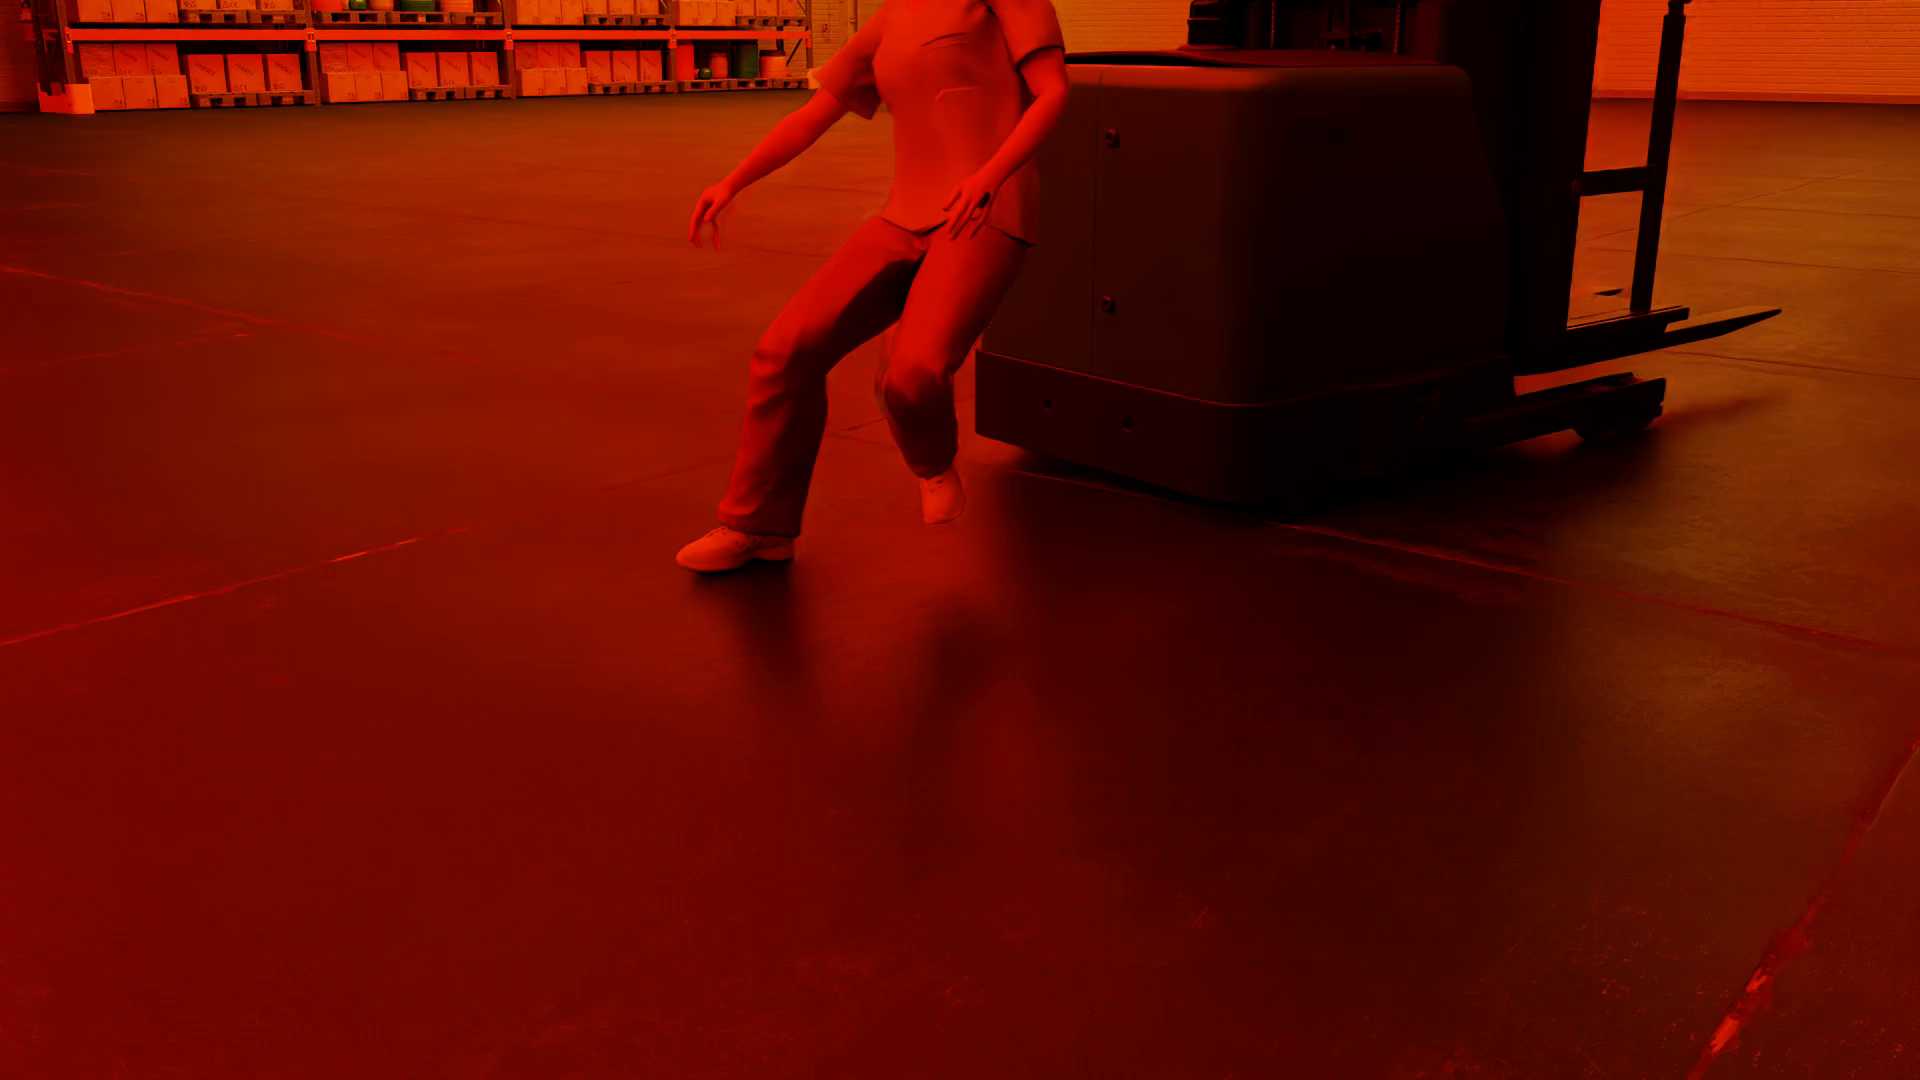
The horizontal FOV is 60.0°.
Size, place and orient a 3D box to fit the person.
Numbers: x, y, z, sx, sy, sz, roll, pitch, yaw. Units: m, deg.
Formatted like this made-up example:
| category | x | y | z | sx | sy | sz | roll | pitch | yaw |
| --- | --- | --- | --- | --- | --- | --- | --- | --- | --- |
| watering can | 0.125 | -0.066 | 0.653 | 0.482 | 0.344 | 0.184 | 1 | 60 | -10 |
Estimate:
| category | x | y | z | sx | sy | sz | roll | pitch | yaw |
| --- | --- | --- | --- | --- | --- | --- | --- | --- | --- |
| person | -0.169 | -0.656 | 3.453 | 0.709 | 1.534 | 0.645 | 15 | 22 | 40 |

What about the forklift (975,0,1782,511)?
| category | x | y | z | sx | sy | sz | roll | pitch | yaw |
| --- | --- | --- | --- | --- | --- | --- | --- | --- | --- |
| forklift | 1.508 | -1.803 | 4.835 | 3.031 | 2.935 | 1.130 | -13 | 21 | -37 |
